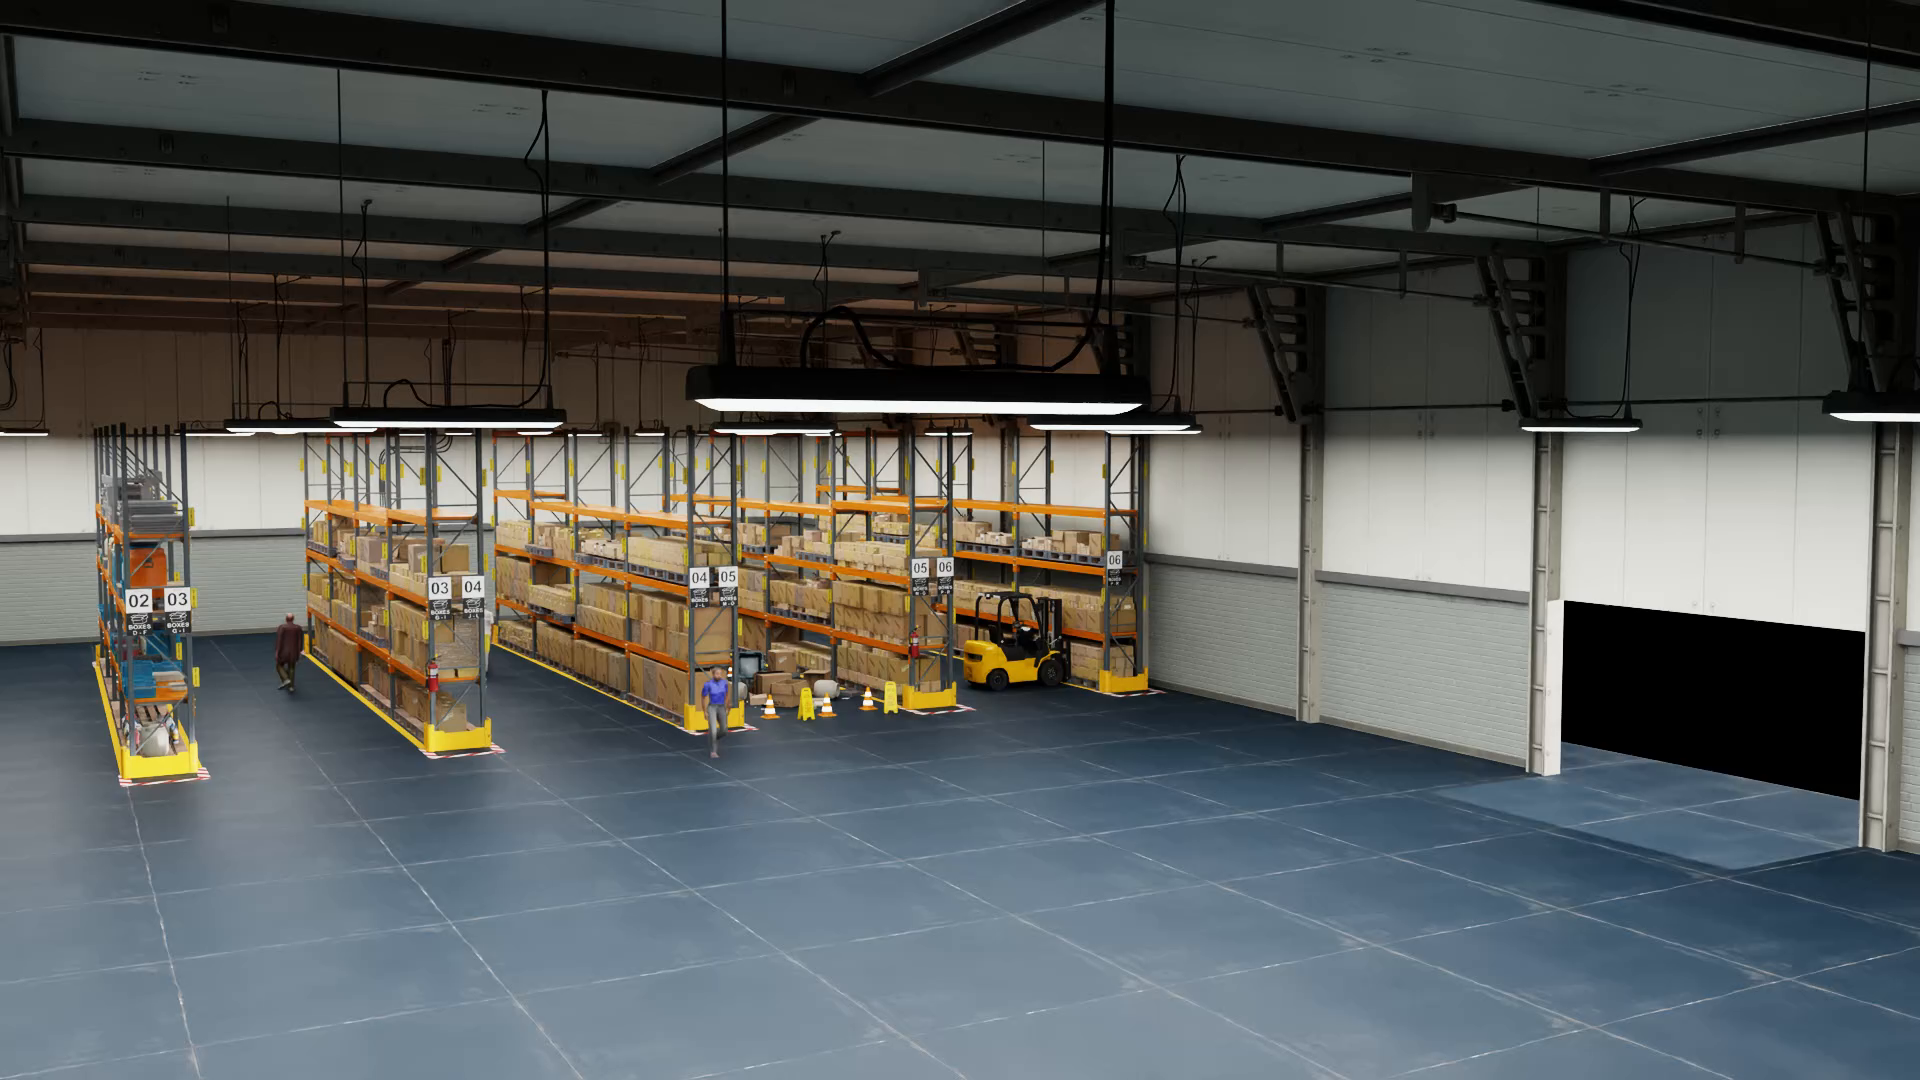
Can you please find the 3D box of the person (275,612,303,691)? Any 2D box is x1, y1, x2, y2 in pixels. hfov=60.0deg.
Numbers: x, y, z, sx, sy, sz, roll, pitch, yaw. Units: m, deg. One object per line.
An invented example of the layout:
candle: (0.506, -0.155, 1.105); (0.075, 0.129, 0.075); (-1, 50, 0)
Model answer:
person: (-15.234, 2.539, 37.757); (0.626, 1.776, 0.542); (-3, 4, -37)

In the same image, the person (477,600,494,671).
person: (-11.742, 2.361, 40.934); (0.580, 1.754, 0.489); (-2, 4, -36)

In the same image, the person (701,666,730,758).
person: (-4.451, 3.092, 30.130); (0.540, 1.641, 0.555); (-2, 4, -30)
